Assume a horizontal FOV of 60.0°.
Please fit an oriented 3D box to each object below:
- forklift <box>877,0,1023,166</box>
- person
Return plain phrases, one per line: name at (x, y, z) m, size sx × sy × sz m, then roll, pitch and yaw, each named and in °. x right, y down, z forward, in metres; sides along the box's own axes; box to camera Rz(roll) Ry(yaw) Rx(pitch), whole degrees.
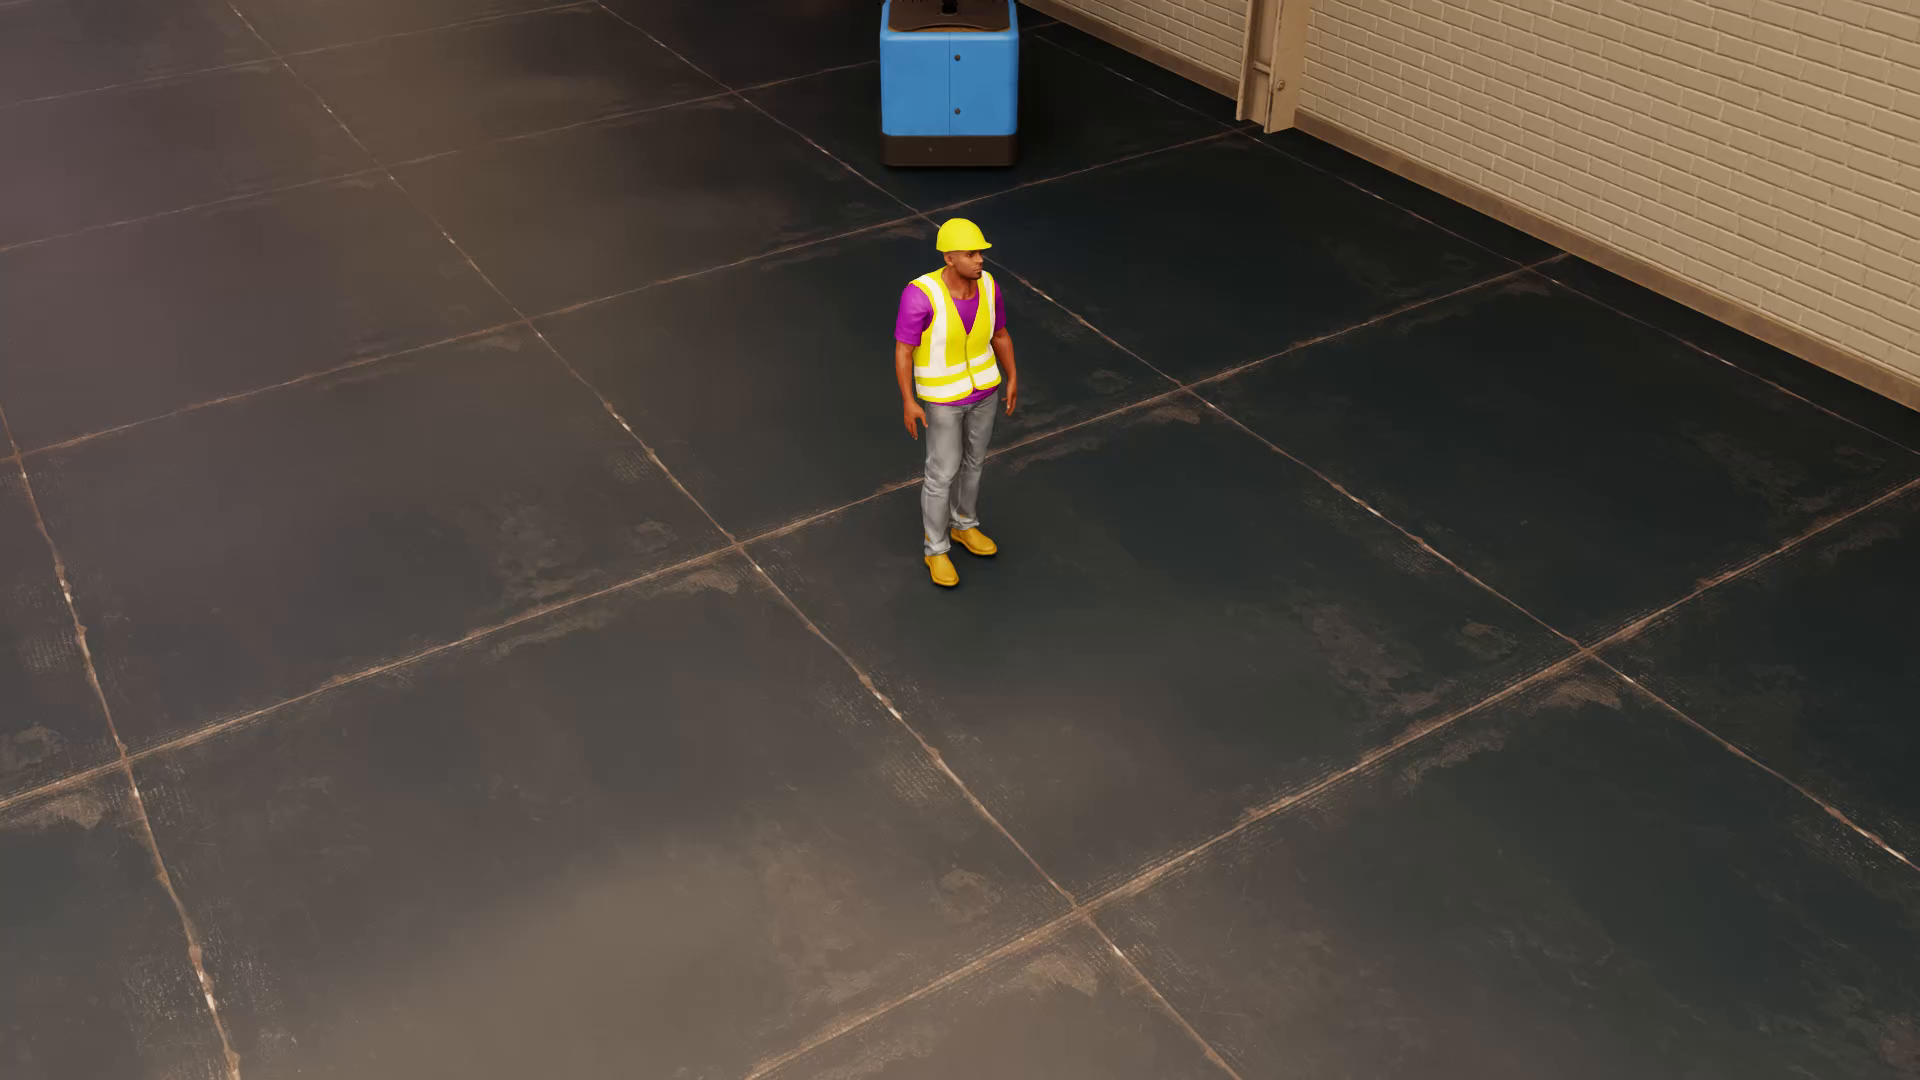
forklift at (-0.086, -4.843, 13.040) m, size 1.130 × 2.935 × 3.031 m, roll 0°, pitch 35°, yaw 0°
person at (0.032, -0.693, 8.135) m, size 0.665 × 1.765 × 0.577 m, roll -21°, pitch 40°, yaw -27°
